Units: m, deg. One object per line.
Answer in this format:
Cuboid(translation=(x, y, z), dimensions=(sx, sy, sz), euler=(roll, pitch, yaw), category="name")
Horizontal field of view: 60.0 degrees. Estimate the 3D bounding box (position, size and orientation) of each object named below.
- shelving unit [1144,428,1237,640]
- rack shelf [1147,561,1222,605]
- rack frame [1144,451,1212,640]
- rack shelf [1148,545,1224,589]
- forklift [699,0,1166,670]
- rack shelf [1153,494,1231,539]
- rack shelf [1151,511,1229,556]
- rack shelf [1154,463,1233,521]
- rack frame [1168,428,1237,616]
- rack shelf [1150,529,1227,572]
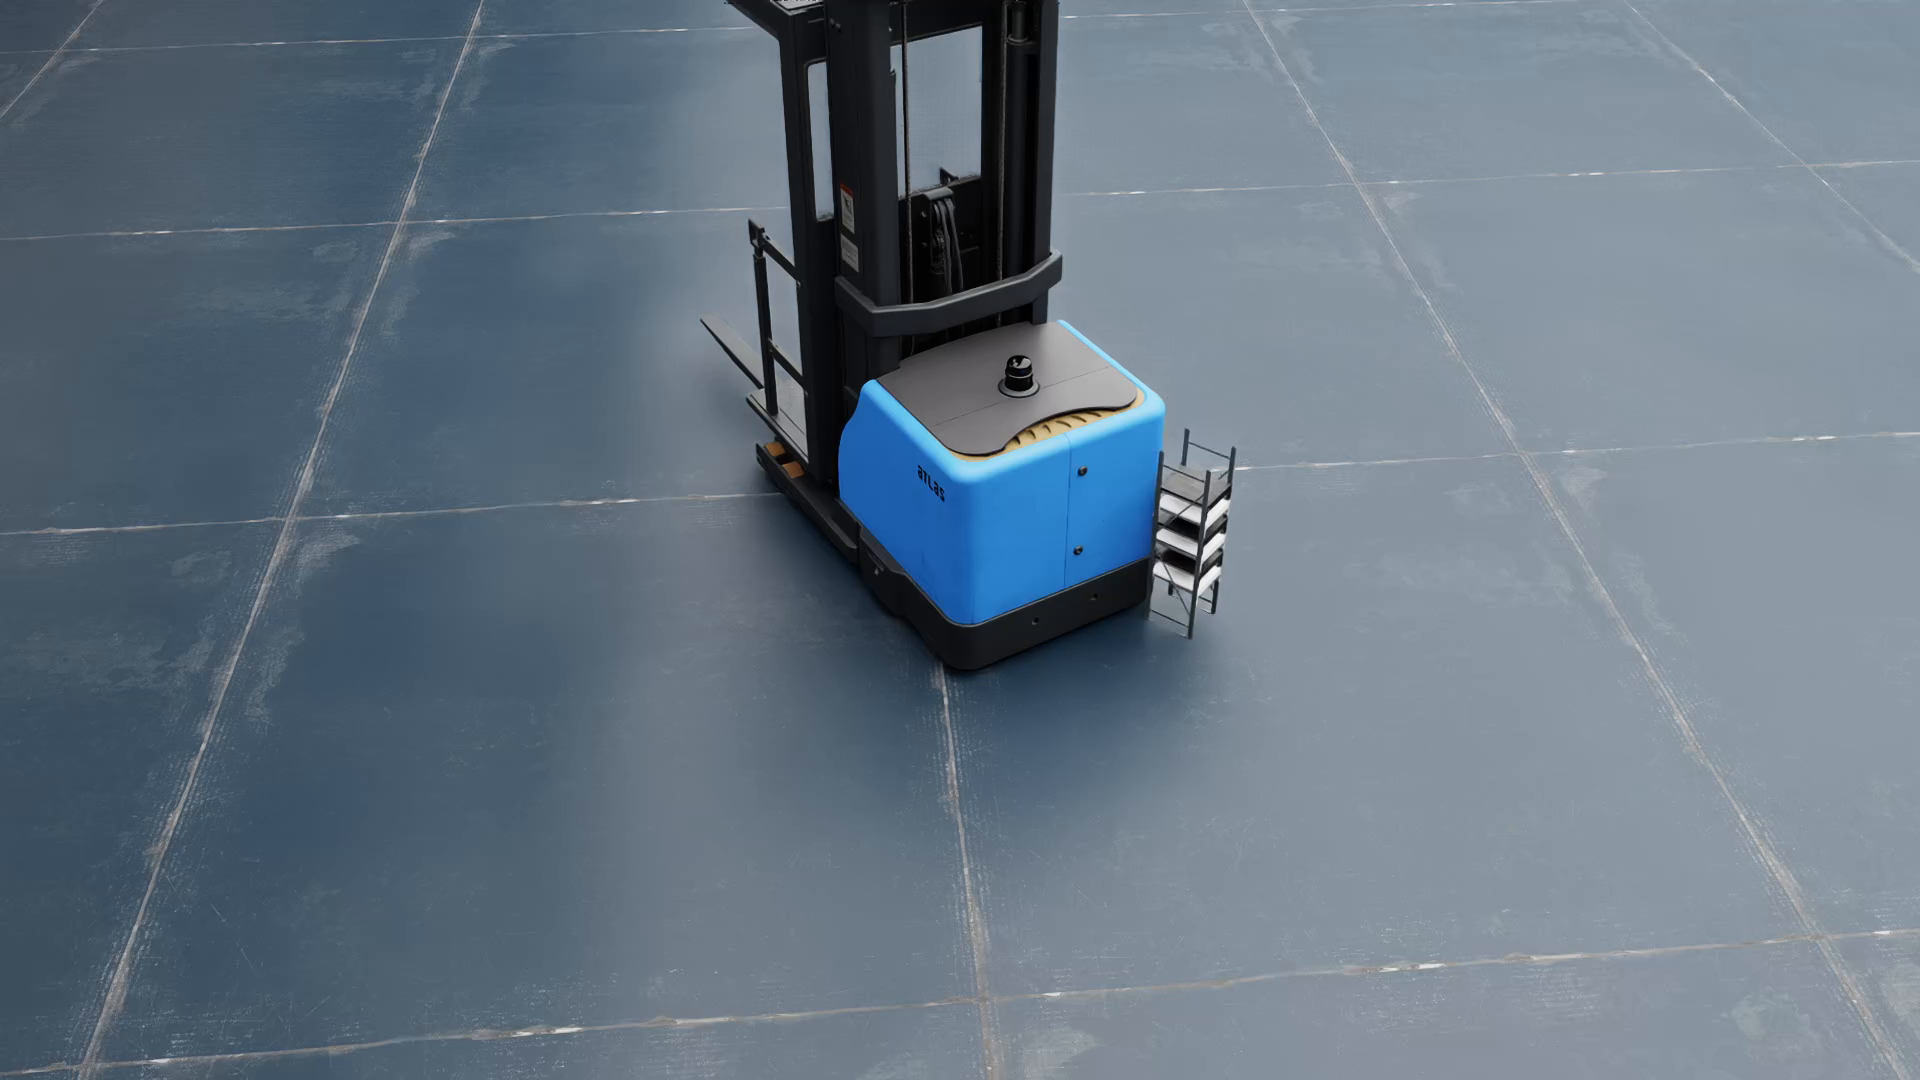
Cuboid(translation=(0.968, -0.015, 7.043), dimensions=(0.258, 0.900, 0.210), euler=(25, 45, 28), category="shelving unit")
Cuboid(translation=(0.968, 0.152, 7.175), dimensions=(0.258, 0.077, 0.200), euler=(25, 45, 28), category="rack shelf")
Cuboid(translation=(0.907, 0.035, 6.979), dimensions=(0.240, 0.900, 0.006), euler=(25, 45, 28), category="rack frame")
Cuboid(translation=(0.968, 0.082, 7.119), dimensions=(0.258, 0.077, 0.200), euler=(25, 45, 28), category="rack shelf")
Cuboid(translation=(-0.336, -1.497, 7.281), dimensions=(1.130, 2.935, 3.031), euler=(-20, 43, -24), category="forklift")
Cuboid(translation=(0.968, -0.130, 6.952), dimensions=(0.258, 0.077, 0.200), euler=(25, 45, 28), category="rack shelf")
Cuboid(translation=(0.968, -0.060, 7.008), dimensions=(0.258, 0.077, 0.200), euler=(25, 45, 28), category="rack shelf")
Cuboid(translation=(0.968, -0.201, 6.896), dimensions=(0.258, 0.077, 0.200), euler=(25, 45, 28), category="rack shelf")
Cuboid(translation=(1.029, -0.066, 7.107), dimensions=(0.240, 0.900, 0.006), euler=(25, 45, 28), category="rack frame")
Cuboid(translation=(0.968, 0.011, 7.063), dimensions=(0.258, 0.077, 0.200), euler=(25, 45, 28), category="rack shelf")
